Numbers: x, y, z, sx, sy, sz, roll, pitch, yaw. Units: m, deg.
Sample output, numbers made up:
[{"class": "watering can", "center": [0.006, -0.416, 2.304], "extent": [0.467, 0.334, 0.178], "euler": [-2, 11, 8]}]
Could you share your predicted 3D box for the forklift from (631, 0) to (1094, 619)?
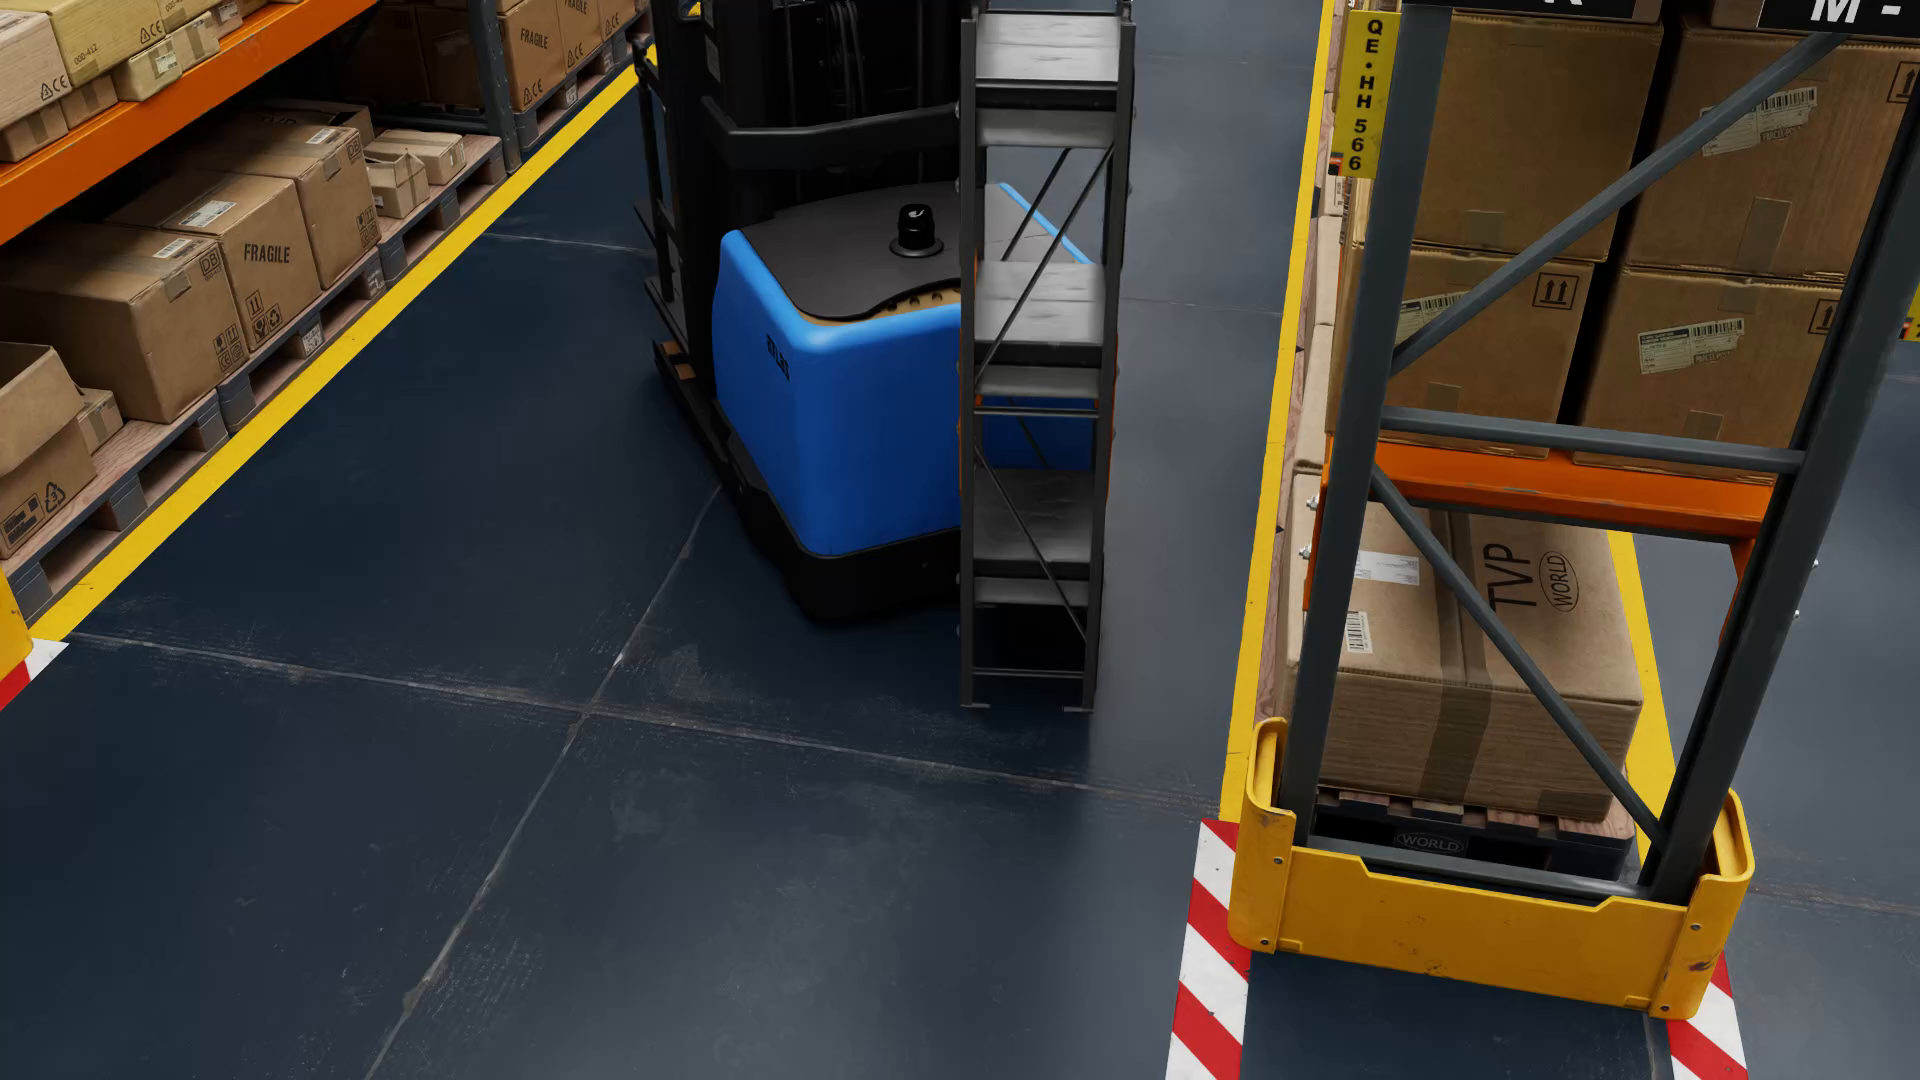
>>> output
[{"class": "forklift", "center": [-0.568, -1.797, 5.731], "extent": [1.130, 2.935, 3.031], "euler": [-14, 38, -18]}]

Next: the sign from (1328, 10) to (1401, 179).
[{"class": "sign", "center": [0.773, -0.845, 3.171], "extent": [0.100, 0.325, 0.005], "euler": [7, 37, 10]}]

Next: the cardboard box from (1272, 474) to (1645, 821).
[{"class": "cardboard box", "center": [1.343, 0.272, 4.644], "extent": [0.875, 0.438, 0.875], "euler": [6, 36, 8]}]

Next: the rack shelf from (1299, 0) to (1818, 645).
[{"class": "rack shelf", "center": [1.727, -1.059, 5.269], "extent": [1.077, 0.370, 4.000], "euler": [7, 37, 10]}]

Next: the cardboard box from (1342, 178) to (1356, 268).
[{"class": "cardboard box", "center": [1.266, -0.840, 4.268], "extent": [0.500, 0.500, 0.500], "euler": [7, 36, 9]}]

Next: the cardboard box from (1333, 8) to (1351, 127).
[{"class": "cardboard box", "center": [2.208, -2.173, 7.644], "extent": [0.875, 0.875, 0.875], "euler": [8, 37, 11]}]

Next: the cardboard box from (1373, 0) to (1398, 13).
[{"class": "cardboard box", "center": [1.253, -1.259, 3.994], "extent": [0.500, 0.500, 0.500], "euler": [7, 37, 10]}]

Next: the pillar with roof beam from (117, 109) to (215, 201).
[{"class": "pillar with roof beam", "center": [0.481, -4.721, 4.595], "extent": [9.100, 9.000, 0.400], "euler": [7, 37, 10]}]

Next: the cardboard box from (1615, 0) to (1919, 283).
[{"class": "cardboard box", "center": [1.680, -0.889, 3.483], "extent": [0.500, 0.500, 0.500], "euler": [7, 36, 9]}]

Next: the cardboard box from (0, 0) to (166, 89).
[{"class": "cardboard box", "center": [-2.978, -1.690, 5.401], "extent": [0.500, 0.250, 0.500], "euler": [7, 36, 9]}]

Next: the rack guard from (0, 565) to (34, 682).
[{"class": "rack guard", "center": [-3.534, 0.144, 5.125], "extent": [1.175, 0.500, 0.348], "euler": [7, 37, 10]}]

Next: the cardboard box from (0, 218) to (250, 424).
[{"class": "cardboard box", "center": [-3.106, -0.806, 6.078], "extent": [0.700, 0.500, 0.500], "euler": [9, 37, 12]}]

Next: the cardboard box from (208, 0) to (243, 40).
[{"class": "cardboard box", "center": [-2.864, -1.919, 6.055], "extent": [0.380, 0.149, 0.250], "euler": [7, 37, 10]}]

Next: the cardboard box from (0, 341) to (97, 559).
[{"class": "cardboard box", "center": [-3.327, -0.322, 5.408], "extent": [0.797, 0.503, 0.637], "euler": [6, 36, 8]}]

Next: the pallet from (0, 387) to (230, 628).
[{"class": "pallet", "center": [-3.365, -0.196, 5.840], "extent": [1.003, 0.211, 1.213], "euler": [7, 37, 10]}]

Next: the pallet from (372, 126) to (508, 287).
[{"class": "pallet", "center": [-2.844, -1.595, 7.770], "extent": [1.003, 0.211, 1.213], "euler": [7, 37, 10]}]

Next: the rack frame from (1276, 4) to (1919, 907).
[{"class": "rack frame", "center": [1.300, -0.204, 3.476], "extent": [1.000, 3.000, 0.127], "euler": [7, 37, 10]}]

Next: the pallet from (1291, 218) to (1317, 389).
[{"class": "pallet", "center": [1.915, -0.942, 6.870], "extent": [1.003, 0.211, 1.213], "euler": [7, 37, 10]}]

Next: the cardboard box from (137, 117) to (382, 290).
[{"class": "cardboard box", "center": [-2.885, -1.401, 6.899], "extent": [0.700, 0.500, 0.500], "euler": [6, 36, 8]}]

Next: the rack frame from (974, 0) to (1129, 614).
[{"class": "rack frame", "center": [0.234, -0.621, 4.818], "extent": [0.400, 2.100, 0.015], "euler": [2, 36, 3]}]

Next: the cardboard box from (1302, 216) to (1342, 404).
[{"class": "cardboard box", "center": [1.724, -0.770, 6.082], "extent": [0.875, 0.438, 0.875], "euler": [6, 36, 9]}]

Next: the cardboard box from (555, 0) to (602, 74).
[{"class": "cardboard box", "center": [-2.269, -2.831, 8.872], "extent": [0.500, 0.500, 0.500], "euler": [7, 36, 9]}]

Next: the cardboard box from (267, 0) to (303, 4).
[{"class": "cardboard box", "center": [-2.693, -2.200, 6.444], "extent": [0.380, 0.149, 0.250], "euler": [7, 36, 9]}]

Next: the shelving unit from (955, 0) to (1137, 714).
[{"class": "shelving unit", "center": [0.218, -0.478, 4.621], "extent": [0.431, 2.100, 0.503], "euler": [2, 36, 3]}]

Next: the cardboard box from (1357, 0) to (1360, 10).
[{"class": "cardboard box", "center": [1.687, -2.014, 5.887], "extent": [0.500, 0.500, 0.500], "euler": [8, 37, 10]}]

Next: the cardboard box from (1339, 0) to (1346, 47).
[{"class": "cardboard box", "center": [2.585, -3.204, 9.067], "extent": [0.875, 0.875, 0.875], "euler": [8, 37, 11]}]

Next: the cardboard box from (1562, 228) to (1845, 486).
[{"class": "cardboard box", "center": [1.683, -0.484, 3.776], "extent": [0.500, 0.500, 0.500], "euler": [7, 37, 10]}]

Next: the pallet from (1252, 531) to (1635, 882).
[{"class": "pallet", "center": [1.394, 0.457, 4.940], "extent": [1.003, 0.211, 1.213], "euler": [7, 37, 10]}]

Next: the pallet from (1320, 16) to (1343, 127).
[{"class": "pallet", "center": [2.504, -2.522, 9.049], "extent": [1.003, 0.211, 1.213], "euler": [7, 37, 10]}]

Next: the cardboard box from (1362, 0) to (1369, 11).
[{"class": "cardboard box", "center": [1.464, -1.434, 5.087], "extent": [0.500, 0.500, 0.500], "euler": [8, 37, 11]}]

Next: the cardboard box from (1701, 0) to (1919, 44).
[{"class": "cardboard box", "center": [1.646, -1.081, 3.195], "extent": [0.380, 0.149, 0.250], "euler": [8, 37, 11]}]

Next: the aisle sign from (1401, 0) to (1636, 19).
[{"class": "aisle sign", "center": [0.981, -1.254, 2.709], "extent": [0.394, 0.787, 0.004], "euler": [7, 37, 10]}]

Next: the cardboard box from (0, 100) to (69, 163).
[{"class": "cardboard box", "center": [-3.067, -1.320, 5.230], "extent": [0.380, 0.149, 0.250], "euler": [8, 37, 11]}]

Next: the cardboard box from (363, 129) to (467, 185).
[{"class": "cardboard box", "center": [-2.528, -1.777, 7.717], "extent": [0.380, 0.149, 0.250], "euler": [6, 36, 9]}]

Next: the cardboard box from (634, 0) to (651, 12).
[{"class": "cardboard box", "center": [-2.041, -3.413, 9.675], "extent": [0.500, 0.500, 0.500], "euler": [6, 36, 8]}]

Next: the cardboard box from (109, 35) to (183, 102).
[{"class": "cardboard box", "center": [-2.888, -1.609, 5.628], "extent": [0.380, 0.149, 0.250], "euler": [6, 36, 9]}]

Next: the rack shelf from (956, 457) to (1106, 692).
[{"class": "rack shelf", "center": [0.218, 0.099, 5.040], "extent": [0.431, 0.518, 0.480], "euler": [2, 36, 3]}]

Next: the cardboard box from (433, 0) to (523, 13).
[{"class": "cardboard box", "center": [-2.359, -2.710, 8.153], "extent": [0.380, 0.149, 0.250], "euler": [9, 37, 12]}]

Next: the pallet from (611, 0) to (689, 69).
[{"class": "pallet", "center": [-2.301, -3.161, 9.931], "extent": [1.003, 0.211, 1.213], "euler": [7, 37, 10]}]
